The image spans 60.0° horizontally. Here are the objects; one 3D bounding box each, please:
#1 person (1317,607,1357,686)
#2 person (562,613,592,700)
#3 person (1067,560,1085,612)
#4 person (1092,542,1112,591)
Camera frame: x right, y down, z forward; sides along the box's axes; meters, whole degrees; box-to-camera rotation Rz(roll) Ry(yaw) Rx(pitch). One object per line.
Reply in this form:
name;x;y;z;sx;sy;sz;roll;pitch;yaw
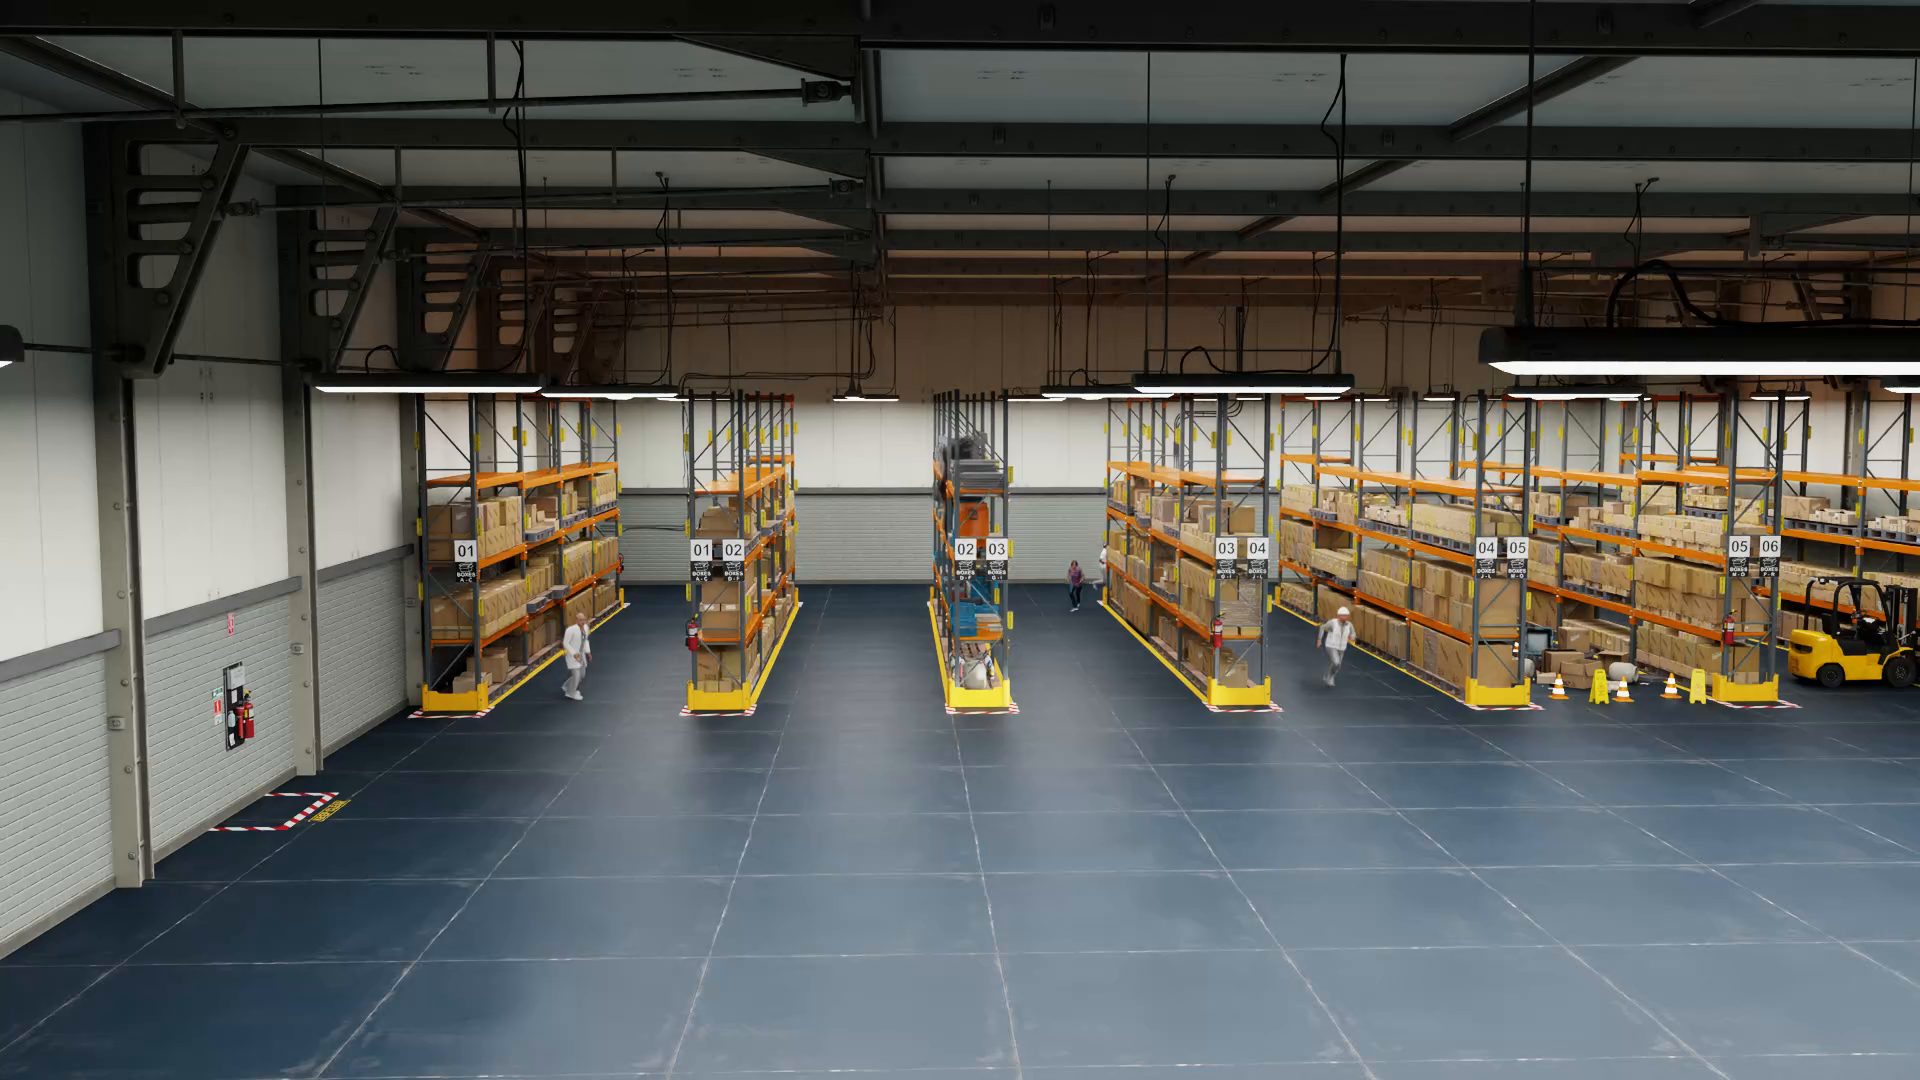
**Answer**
person;7.609;2.151;33.542;0.652;1.643;0.961;-2;5;-19
person;-7.524;2.250;32.248;0.773;1.713;0.678;3;5;29
person;3.242;1.235;46.095;0.541;1.435;0.994;2;5;18
person;4.341;0.841;50.003;0.729;1.670;0.596;2;5;26
